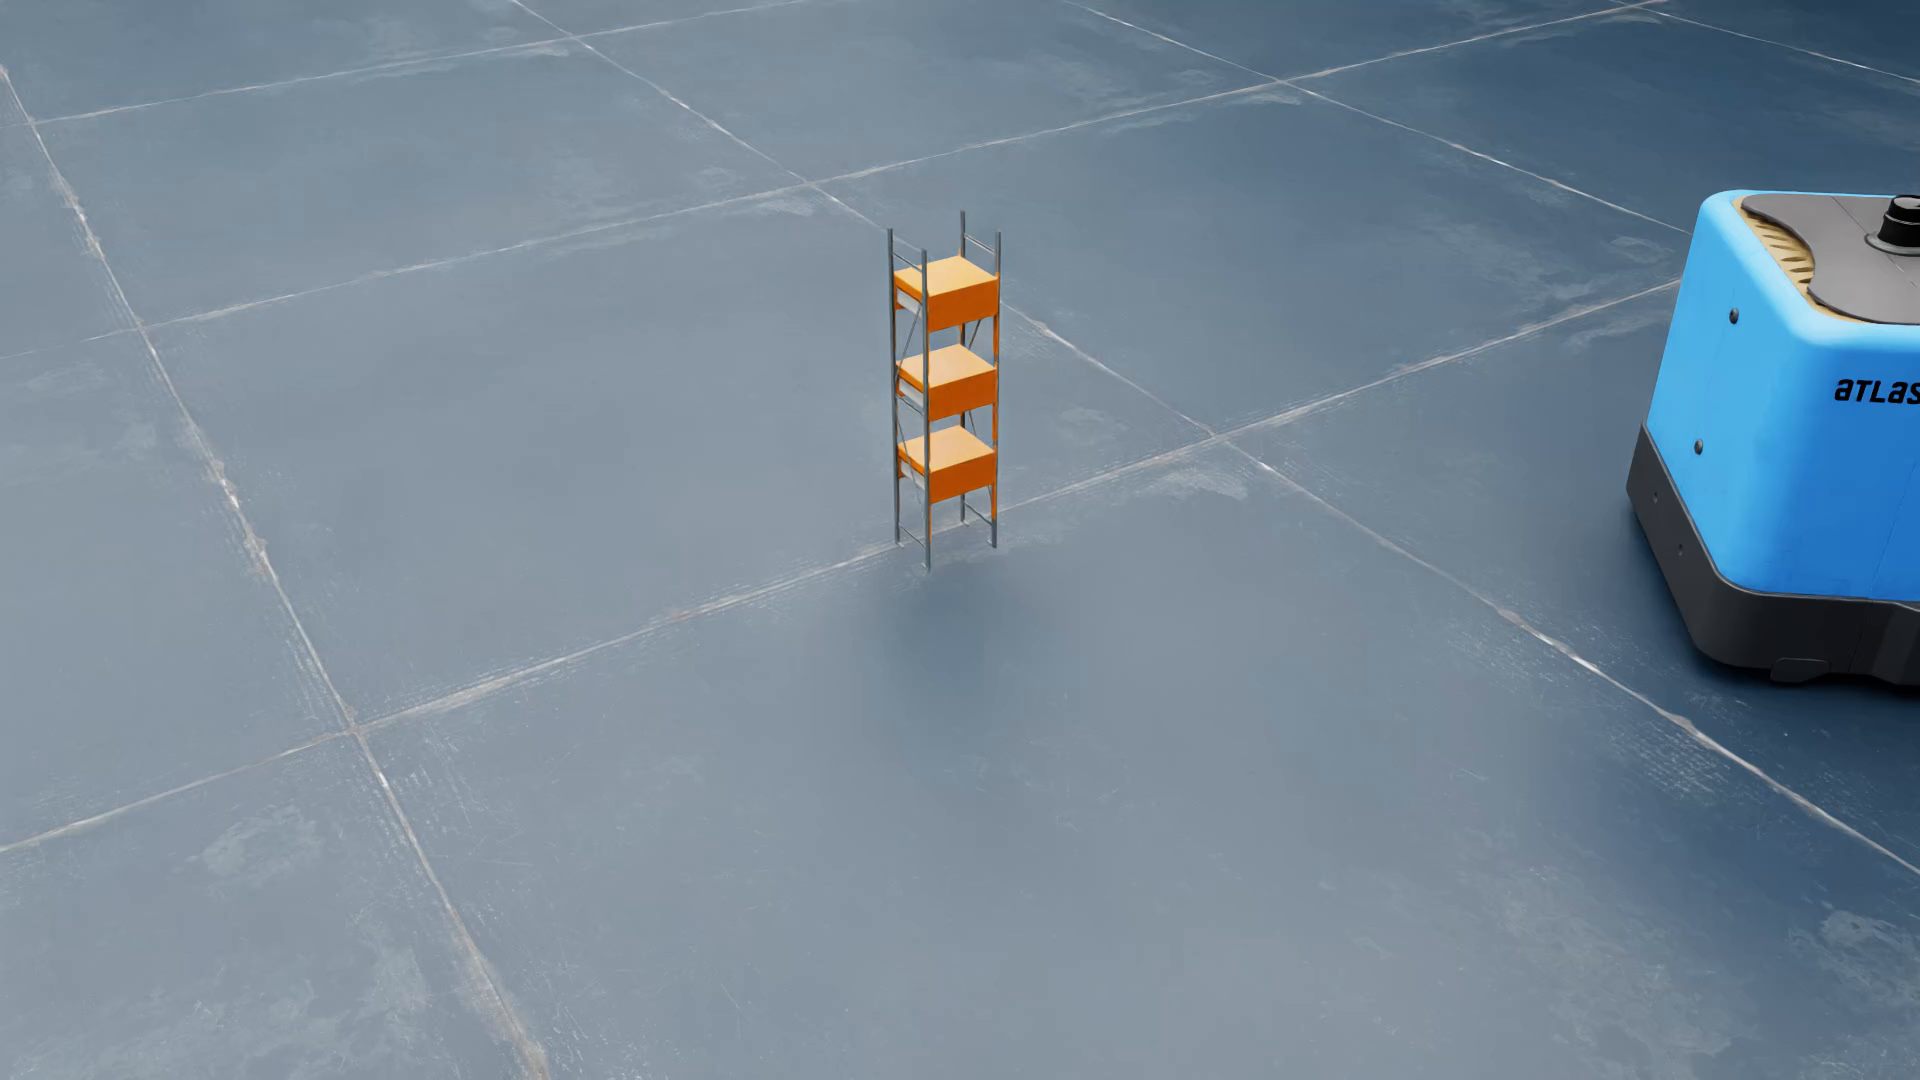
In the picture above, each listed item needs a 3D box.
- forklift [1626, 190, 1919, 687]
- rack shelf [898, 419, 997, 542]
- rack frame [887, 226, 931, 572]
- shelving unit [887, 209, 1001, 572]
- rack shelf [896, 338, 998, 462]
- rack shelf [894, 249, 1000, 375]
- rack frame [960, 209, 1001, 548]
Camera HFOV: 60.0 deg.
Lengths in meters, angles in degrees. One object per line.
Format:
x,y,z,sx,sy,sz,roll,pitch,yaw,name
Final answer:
3.608,-1.023,4.125,3.031,2.935,1.130,3,32,5,forklift
-0.045,-0.185,5.099,0.240,0.259,0.215,-19,37,-27,rack shelf
-0.148,-0.393,4.889,0.008,1.050,0.200,-19,37,-27,rack frame
-0.045,-0.429,4.945,0.252,1.050,0.215,-19,37,-27,shelving unit
-0.045,-0.420,4.951,0.240,0.259,0.215,-19,37,-27,rack shelf
-0.045,-0.660,4.800,0.240,0.259,0.215,-19,37,-27,rack shelf
0.058,-0.464,5.001,0.008,1.050,0.200,-19,37,-27,rack frame
